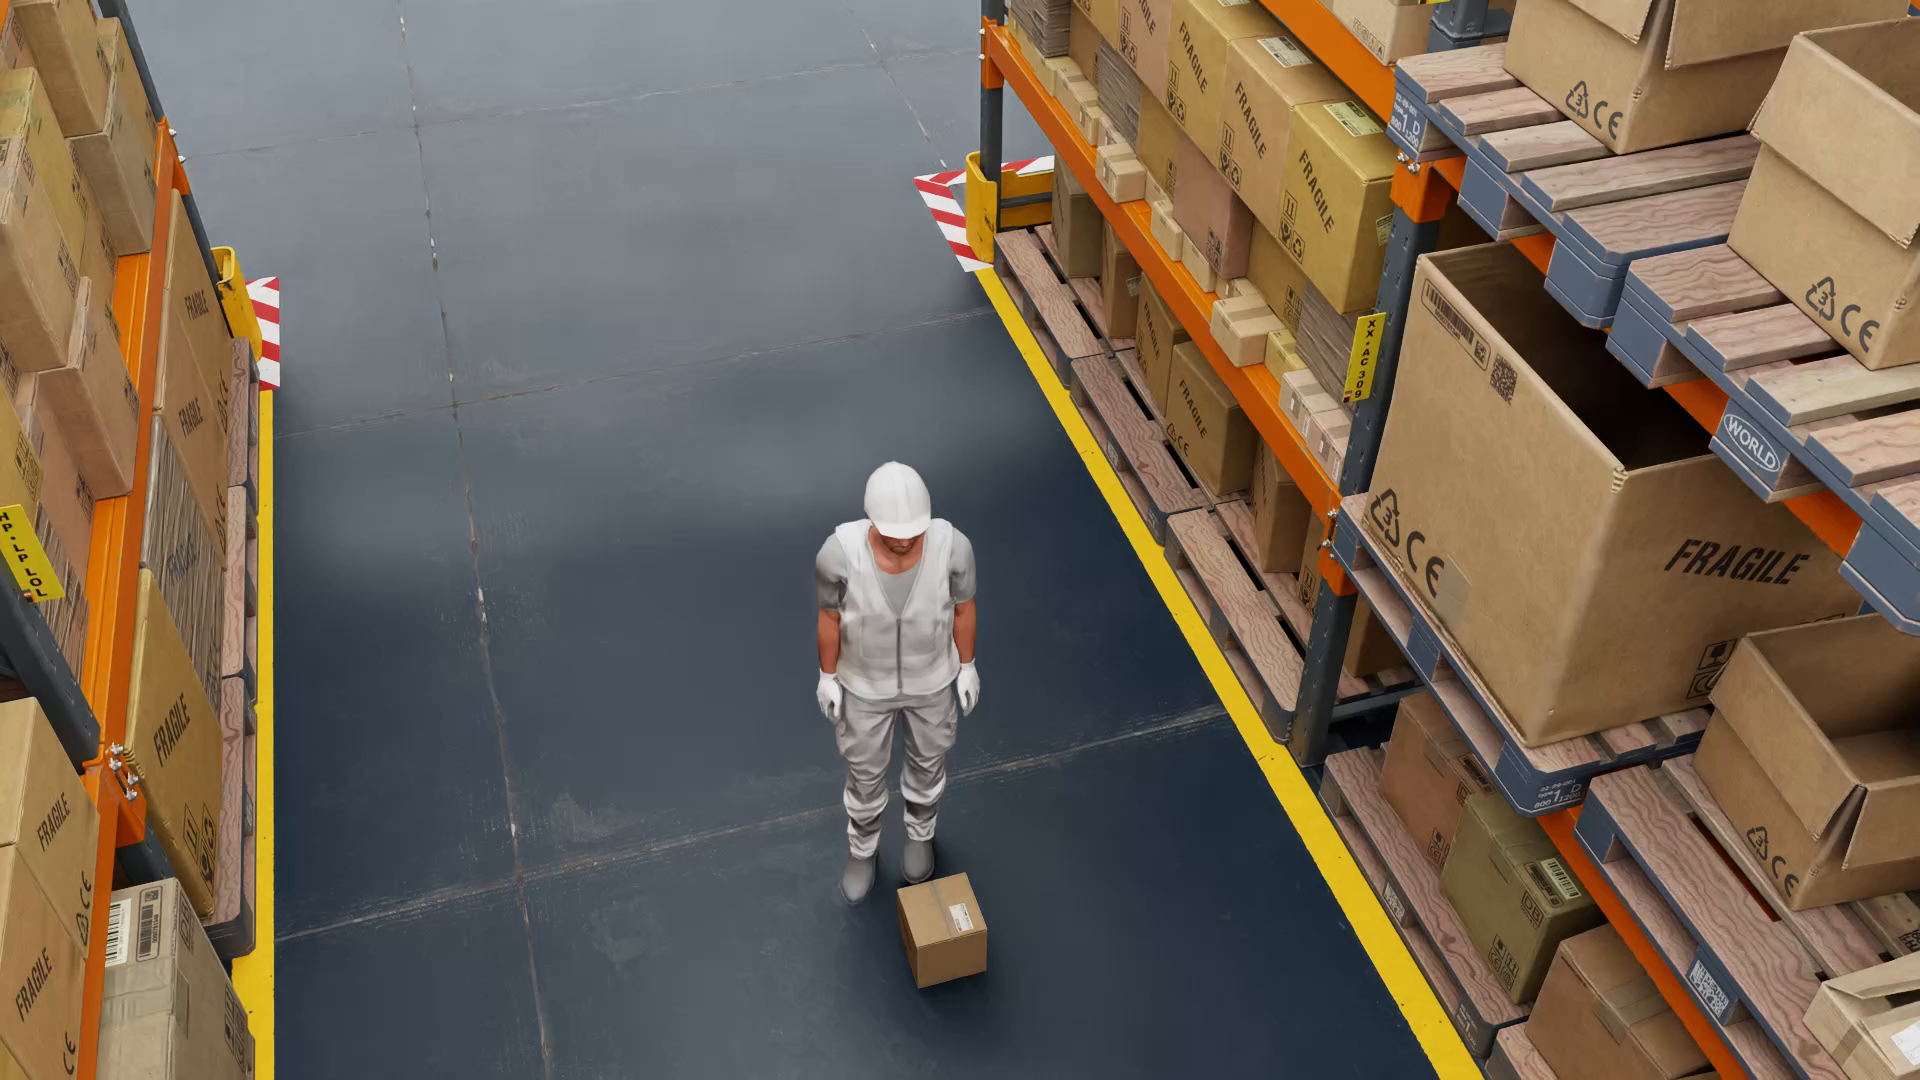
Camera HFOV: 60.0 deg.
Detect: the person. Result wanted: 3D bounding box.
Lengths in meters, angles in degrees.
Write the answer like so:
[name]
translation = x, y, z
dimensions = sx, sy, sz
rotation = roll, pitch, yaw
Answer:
[person]
translation = -0.203, 0.496, 5.584
dimensions = 0.558, 1.817, 0.424
rotation = -5, 42, -6
